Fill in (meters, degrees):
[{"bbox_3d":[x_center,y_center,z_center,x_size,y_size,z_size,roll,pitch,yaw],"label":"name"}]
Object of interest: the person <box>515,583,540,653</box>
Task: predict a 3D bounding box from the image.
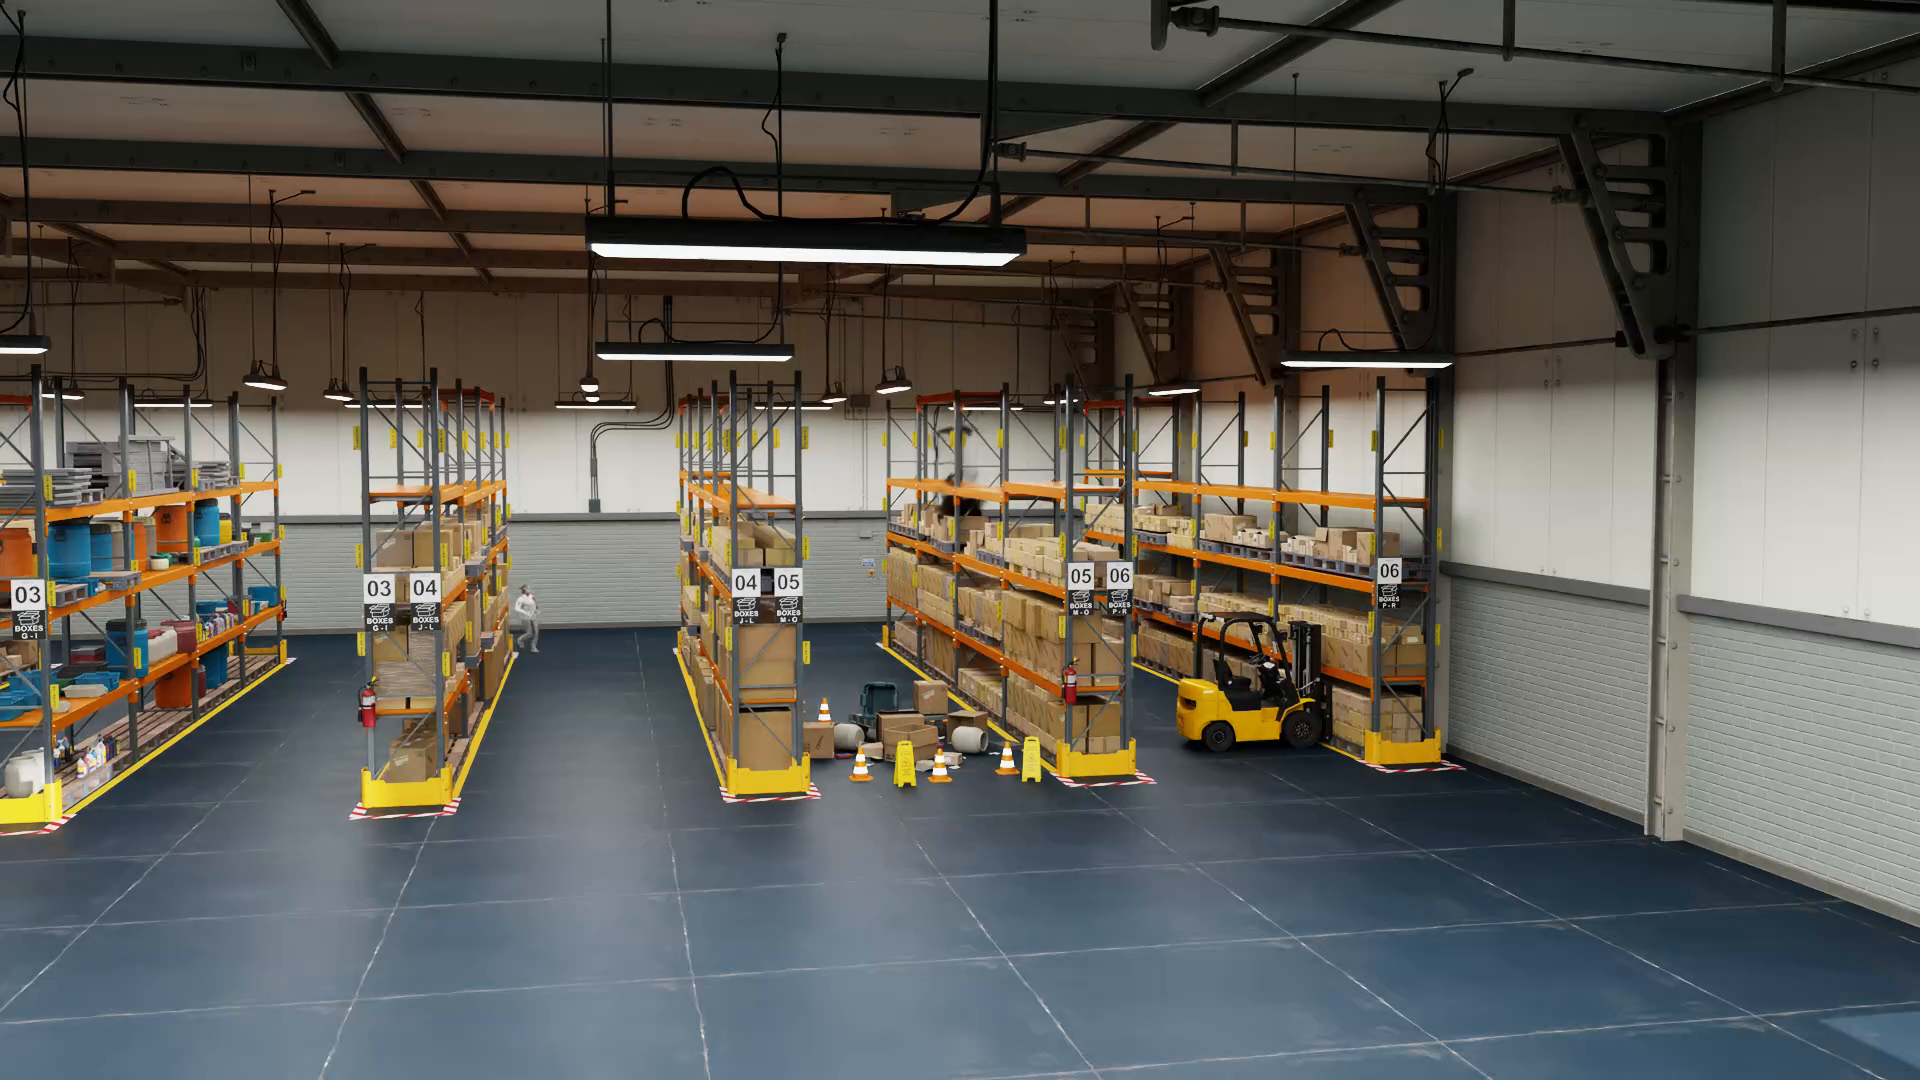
[{"bbox_3d":[-10.283,1.848,39.434,0.647,1.661,0.654,2,4,28],"label":"person"}]
